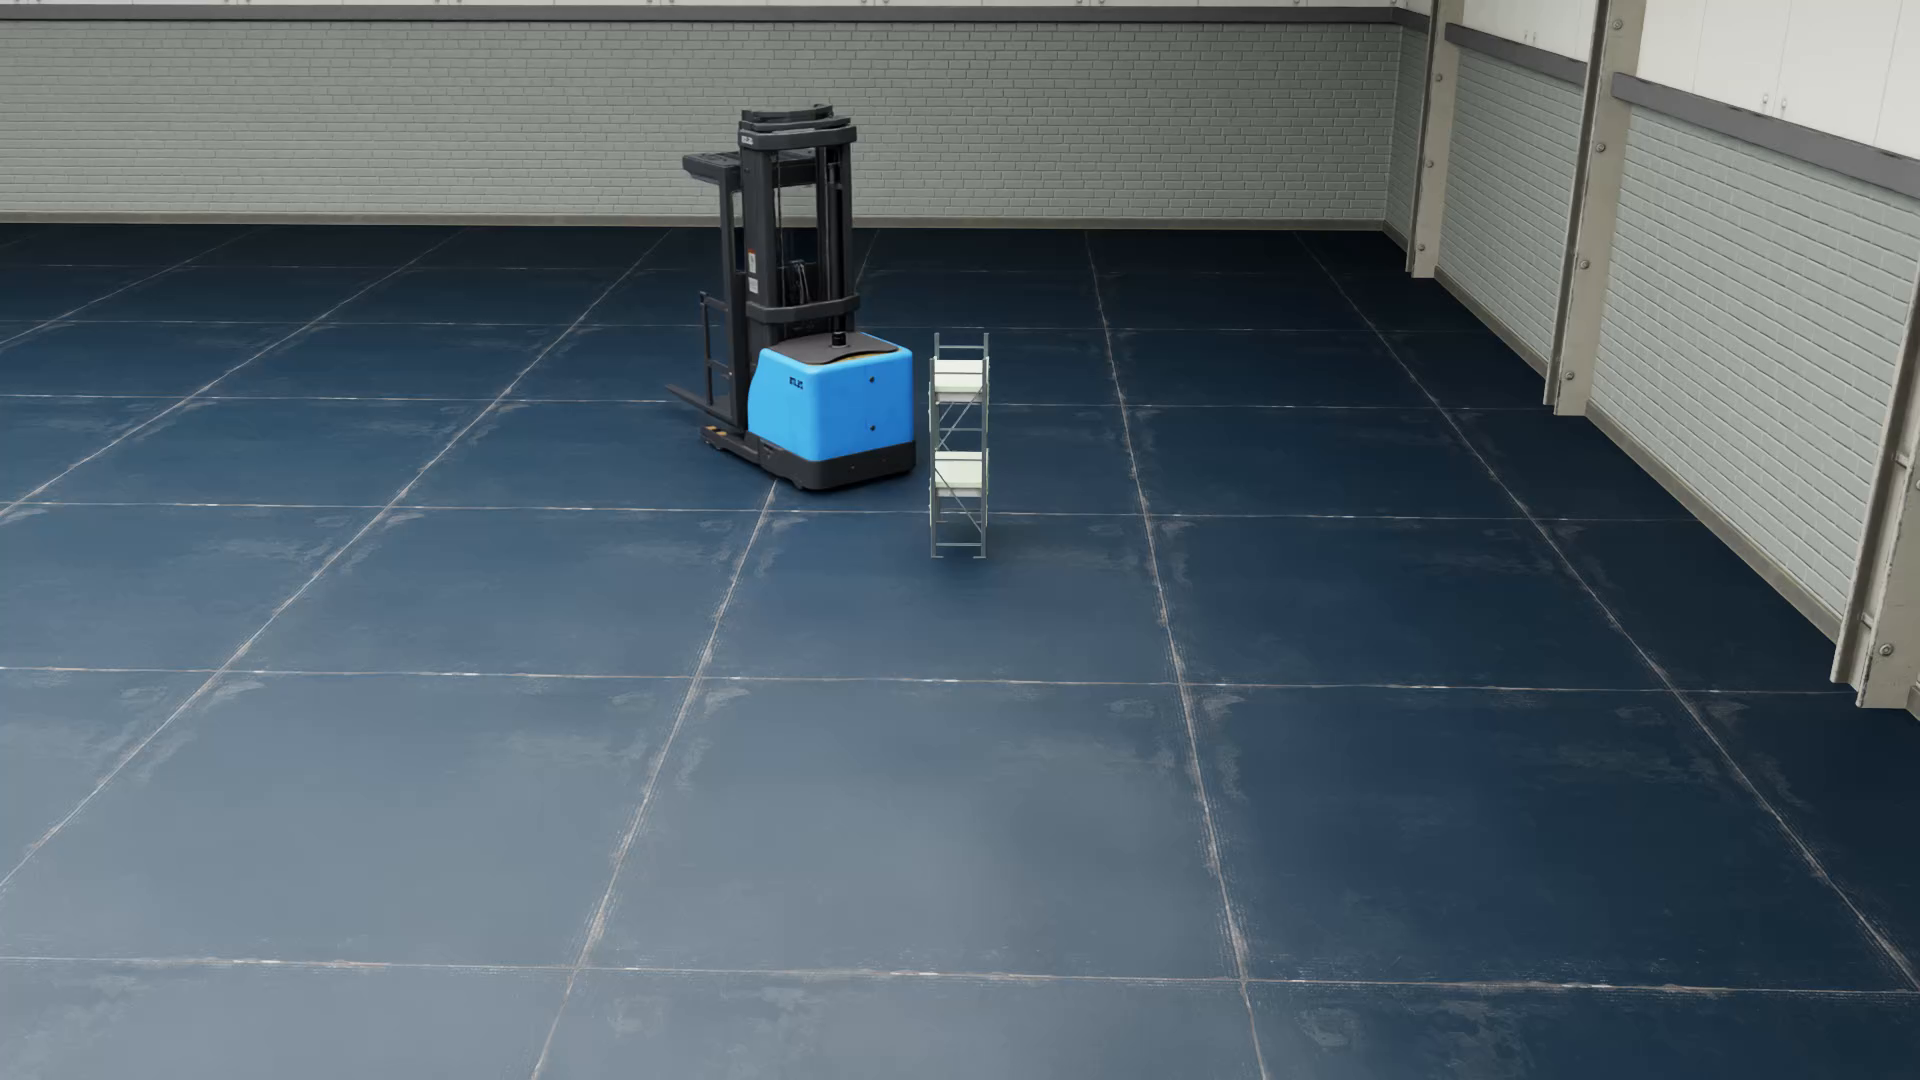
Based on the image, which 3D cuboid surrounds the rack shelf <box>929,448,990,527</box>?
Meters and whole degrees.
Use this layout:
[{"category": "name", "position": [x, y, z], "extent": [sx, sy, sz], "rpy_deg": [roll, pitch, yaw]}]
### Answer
[{"category": "rack shelf", "position": [0.000, -0.398, 12.382], "extent": [0.431, 0.370, 0.720], "rpy_deg": [1, 21, 2]}]

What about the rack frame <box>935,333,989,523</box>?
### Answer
[{"category": "rack frame", "position": [0.011, -0.834, 12.605], "extent": [0.400, 1.500, 0.023], "rpy_deg": [1, 21, 2]}]

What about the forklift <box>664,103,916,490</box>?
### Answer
[{"category": "forklift", "position": [-1.636, -2.242, 14.256], "extent": [1.130, 2.935, 3.031], "rpy_deg": [-15, 26, -33]}]

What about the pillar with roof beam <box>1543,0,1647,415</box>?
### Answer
[{"category": "pillar with roof beam", "position": [1.419, -5.479, 14.210], "extent": [9.100, 9.000, 0.400], "rpy_deg": [1, 21, 2]}]

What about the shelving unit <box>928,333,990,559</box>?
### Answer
[{"category": "shelving unit", "position": [0.000, -0.702, 12.264], "extent": [0.431, 1.500, 0.755], "rpy_deg": [1, 21, 2]}]

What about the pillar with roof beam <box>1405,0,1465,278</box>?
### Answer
[{"category": "pillar with roof beam", "position": [1.601, -7.648, 19.801], "extent": [9.100, 9.000, 0.400], "rpy_deg": [1, 21, 2]}]

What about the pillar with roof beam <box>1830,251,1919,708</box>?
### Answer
[{"category": "pillar with roof beam", "position": [1.236, -3.310, 8.619], "extent": [9.100, 9.000, 0.400], "rpy_deg": [1, 21, 2]}]

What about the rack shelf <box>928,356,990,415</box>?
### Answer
[{"category": "rack shelf", "position": [0.000, -1.065, 12.123], "extent": [0.431, 0.370, 0.720], "rpy_deg": [1, 21, 2]}]

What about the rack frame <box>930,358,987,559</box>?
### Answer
[{"category": "rack frame", "position": [-0.011, -0.569, 11.923], "extent": [0.400, 1.500, 0.023], "rpy_deg": [1, 21, 2]}]
